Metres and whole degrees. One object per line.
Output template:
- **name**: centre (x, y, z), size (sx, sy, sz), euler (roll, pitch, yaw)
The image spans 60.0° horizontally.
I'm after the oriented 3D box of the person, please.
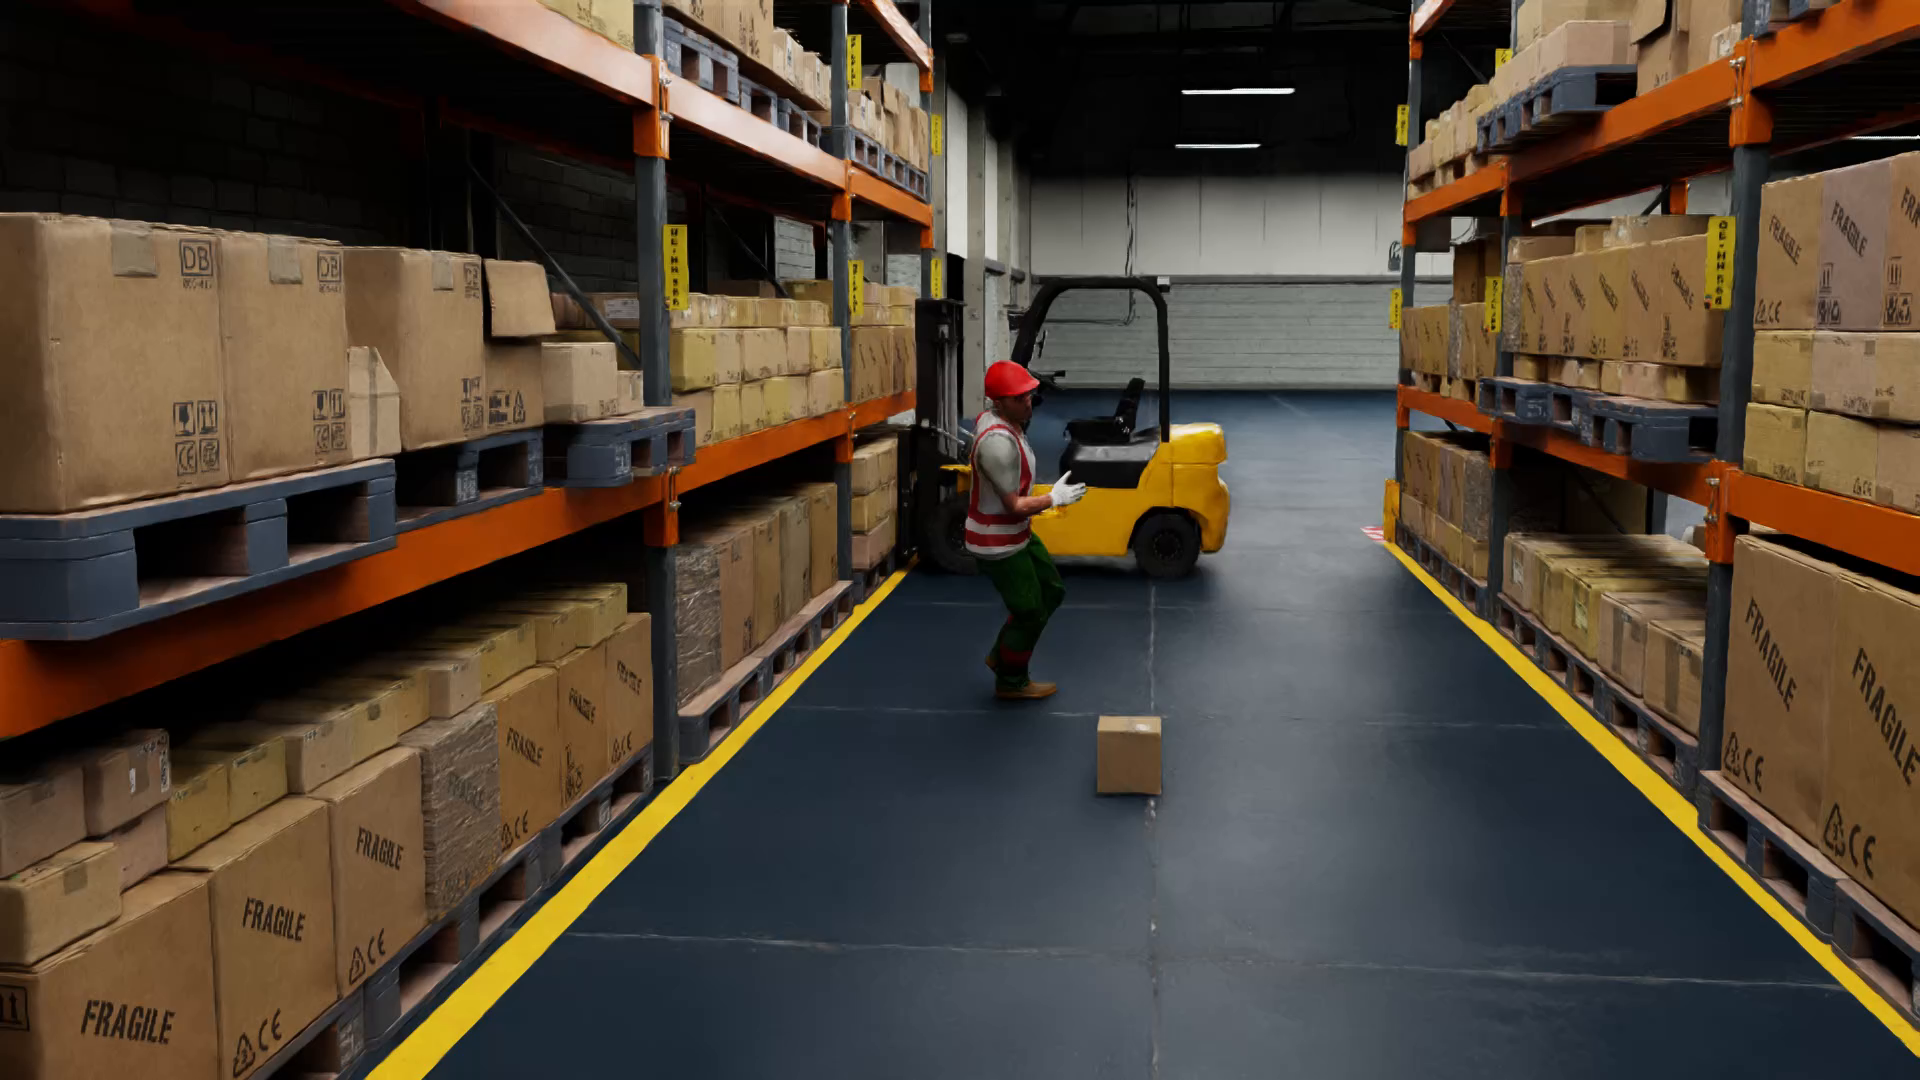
- **person**: centre (0.315, -0.021, 7.849), size (0.565, 1.662, 0.922), euler (1, 8, 5)
